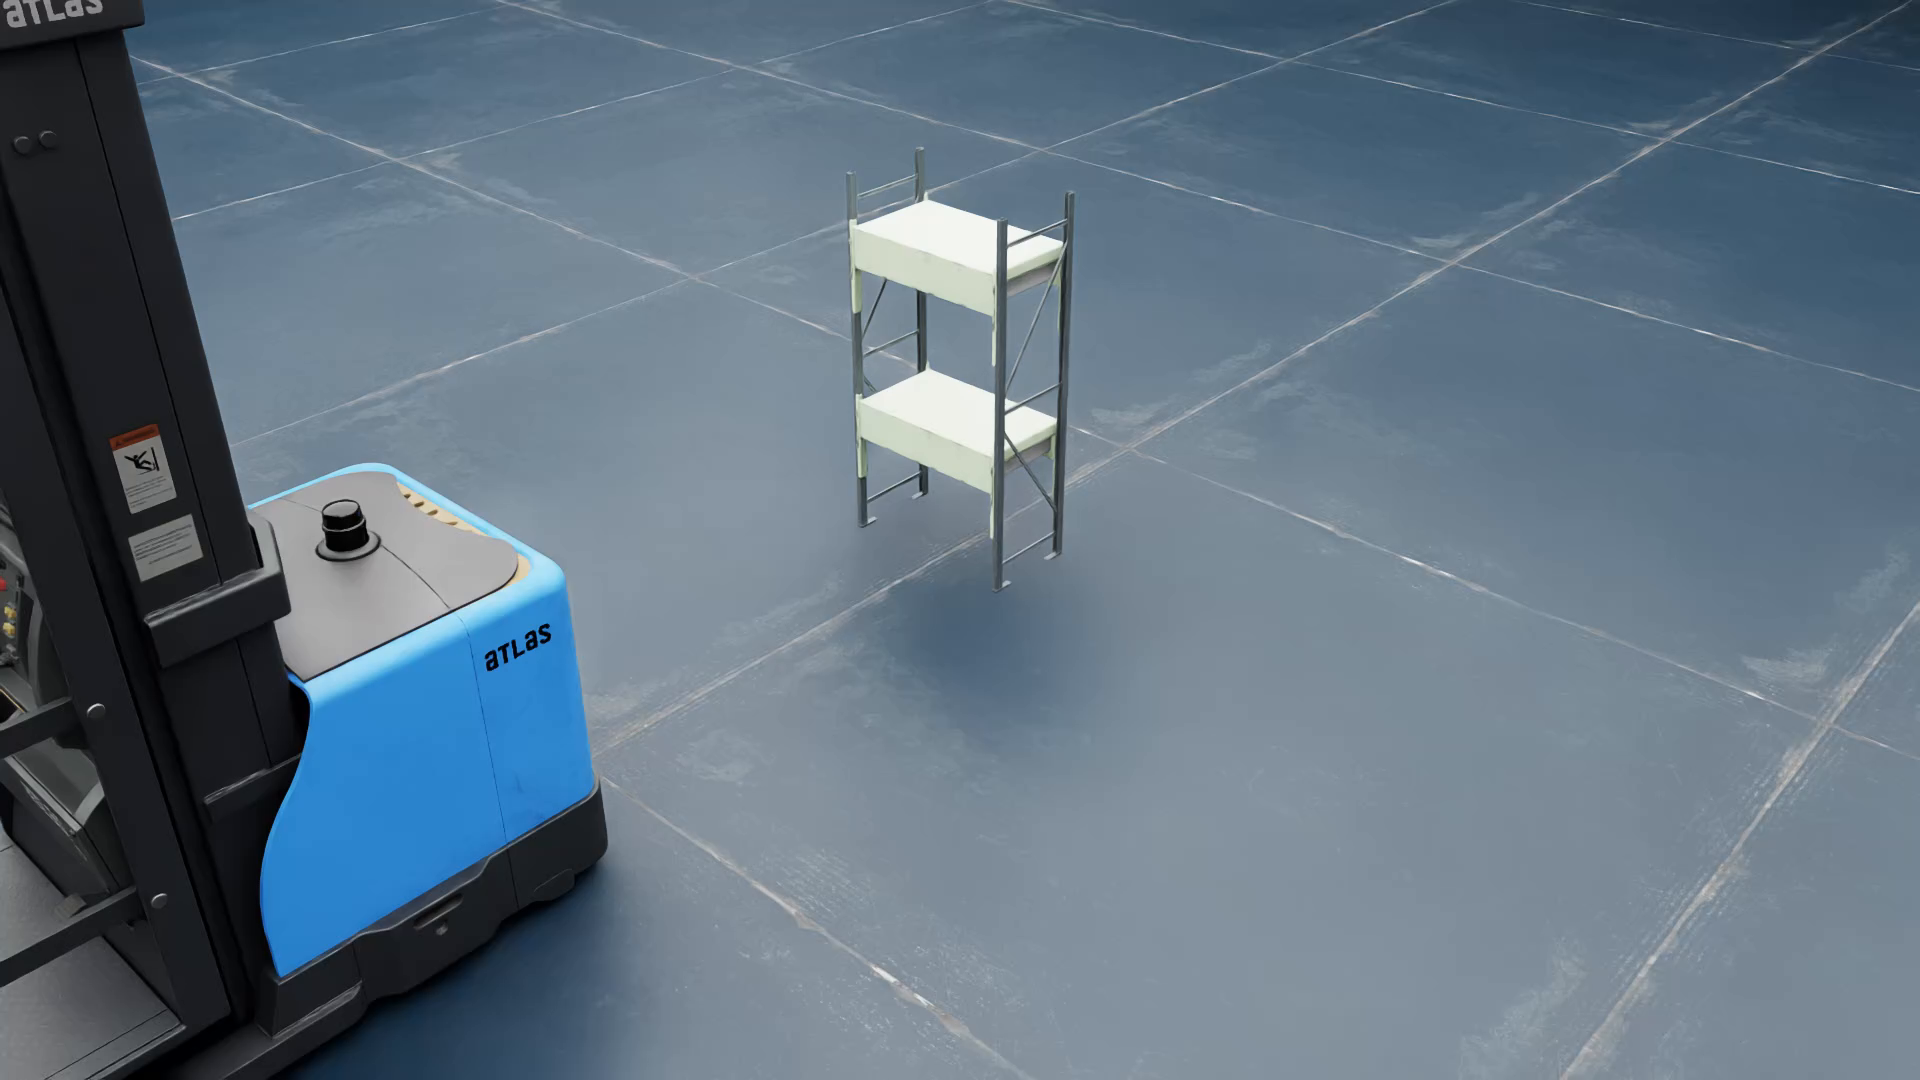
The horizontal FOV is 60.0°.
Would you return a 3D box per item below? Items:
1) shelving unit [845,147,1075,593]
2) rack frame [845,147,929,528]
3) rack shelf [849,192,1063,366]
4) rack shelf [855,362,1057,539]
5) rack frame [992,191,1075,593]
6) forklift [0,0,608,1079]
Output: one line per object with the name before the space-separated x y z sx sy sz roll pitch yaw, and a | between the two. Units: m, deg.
shelving unit | -0.005 -0.645 6.367 0.755 1.500 0.431 25 39 35
rack frame | -0.276 -0.772 6.577 0.023 1.500 0.400 25 39 35
rack shelf | -0.005 -0.979 6.166 0.720 0.370 0.431 25 39 35
rack shelf | -0.005 -0.366 6.535 0.720 0.370 0.431 25 39 35
rack frame | 0.266 -0.518 6.157 0.023 1.500 0.400 25 39 35
forklift | -2.431 0.135 3.684 1.130 2.935 3.031 25 39 35
